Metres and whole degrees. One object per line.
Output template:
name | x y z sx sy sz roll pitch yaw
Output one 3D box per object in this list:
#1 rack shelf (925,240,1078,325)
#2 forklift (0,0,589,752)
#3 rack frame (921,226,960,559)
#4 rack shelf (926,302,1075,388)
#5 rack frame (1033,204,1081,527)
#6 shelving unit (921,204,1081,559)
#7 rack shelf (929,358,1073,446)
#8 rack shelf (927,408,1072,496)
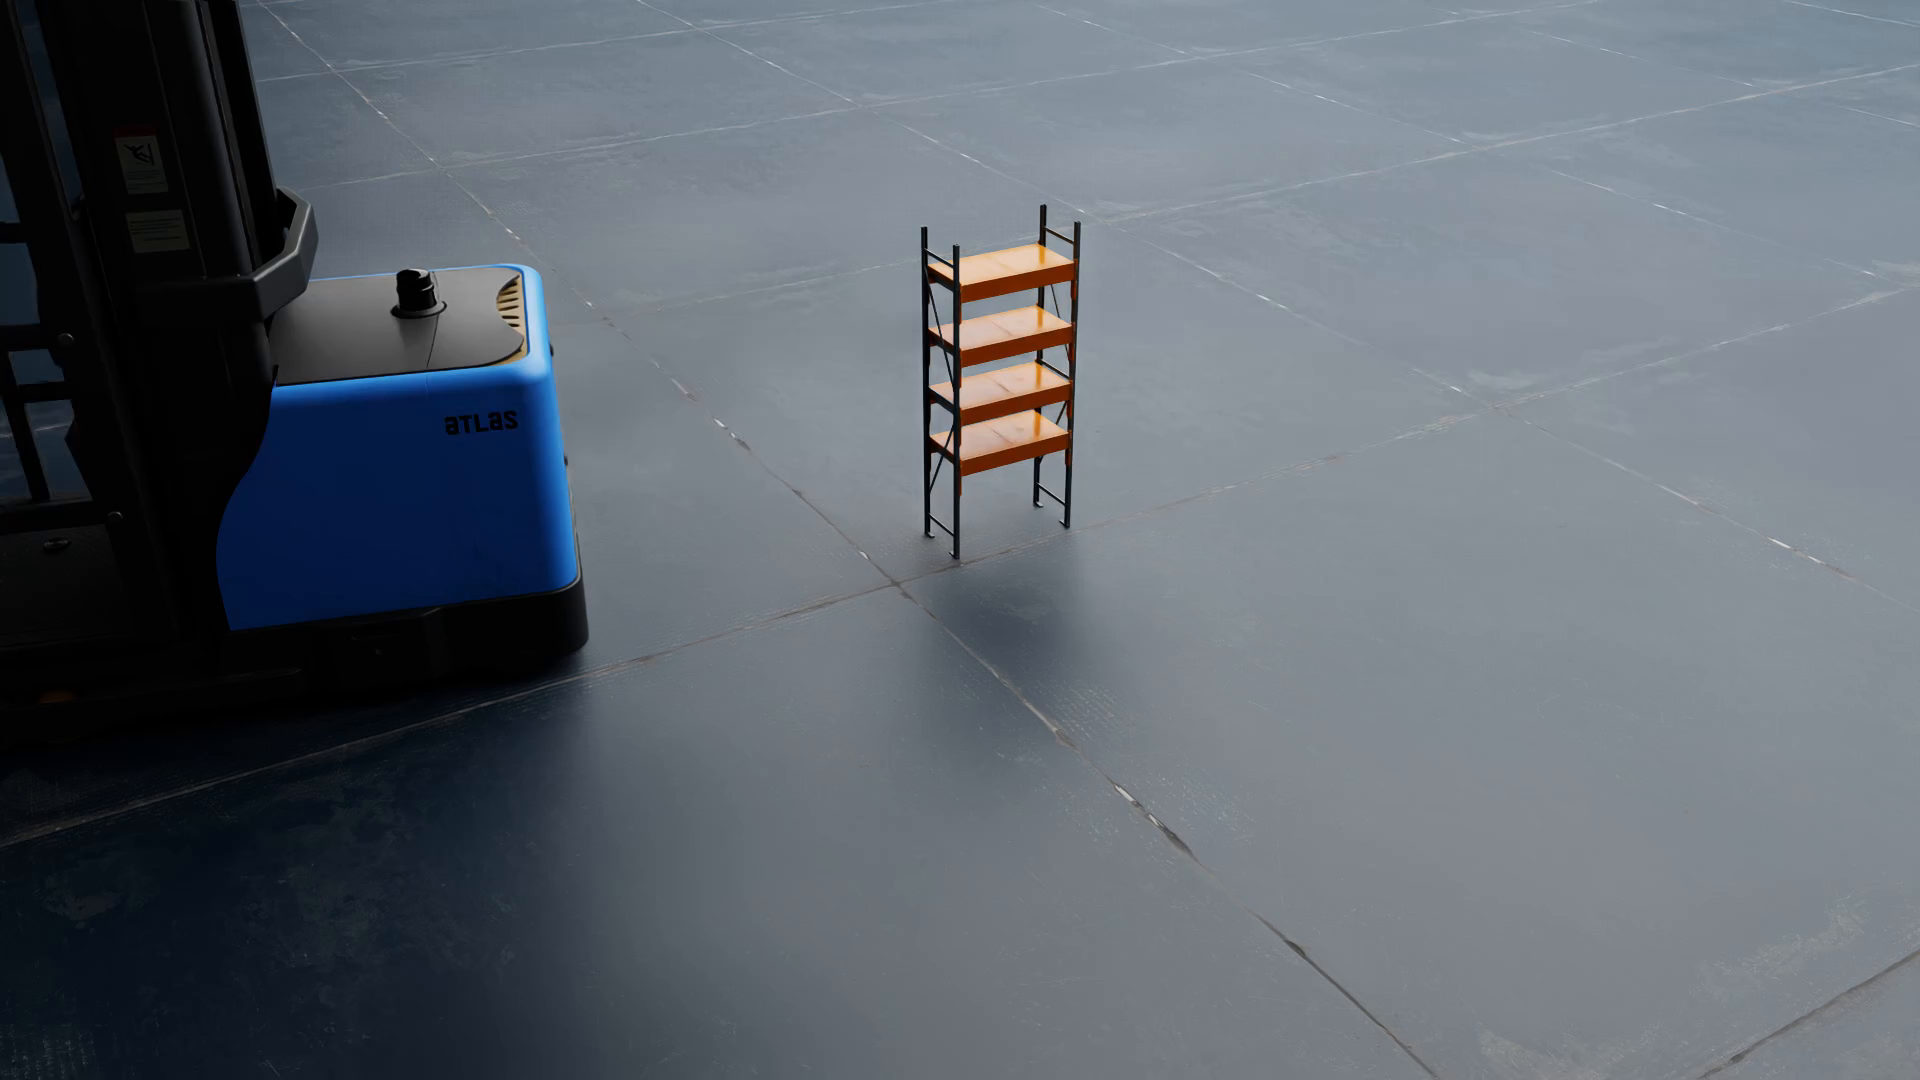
rack shelf | 0.143 -0.910 5.844 0.480 0.148 0.258 -16 33 -26
forklift | -2.804 -0.916 4.876 3.031 2.935 1.130 -7 30 -13
rack frame | -0.068 -0.506 5.925 0.015 1.200 0.240 -16 33 -26
rack shelf | 0.143 -0.703 5.958 0.480 0.148 0.258 -16 33 -26
rack frame | 0.353 -0.626 6.142 0.015 1.200 0.240 -16 33 -26
shelving unit | 0.143 -0.566 6.034 0.503 1.200 0.258 -16 33 -26
rack shelf | 0.143 -0.507 6.066 0.480 0.148 0.258 -16 33 -26
rack shelf | 0.143 -0.333 6.162 0.480 0.148 0.258 -16 33 -26
